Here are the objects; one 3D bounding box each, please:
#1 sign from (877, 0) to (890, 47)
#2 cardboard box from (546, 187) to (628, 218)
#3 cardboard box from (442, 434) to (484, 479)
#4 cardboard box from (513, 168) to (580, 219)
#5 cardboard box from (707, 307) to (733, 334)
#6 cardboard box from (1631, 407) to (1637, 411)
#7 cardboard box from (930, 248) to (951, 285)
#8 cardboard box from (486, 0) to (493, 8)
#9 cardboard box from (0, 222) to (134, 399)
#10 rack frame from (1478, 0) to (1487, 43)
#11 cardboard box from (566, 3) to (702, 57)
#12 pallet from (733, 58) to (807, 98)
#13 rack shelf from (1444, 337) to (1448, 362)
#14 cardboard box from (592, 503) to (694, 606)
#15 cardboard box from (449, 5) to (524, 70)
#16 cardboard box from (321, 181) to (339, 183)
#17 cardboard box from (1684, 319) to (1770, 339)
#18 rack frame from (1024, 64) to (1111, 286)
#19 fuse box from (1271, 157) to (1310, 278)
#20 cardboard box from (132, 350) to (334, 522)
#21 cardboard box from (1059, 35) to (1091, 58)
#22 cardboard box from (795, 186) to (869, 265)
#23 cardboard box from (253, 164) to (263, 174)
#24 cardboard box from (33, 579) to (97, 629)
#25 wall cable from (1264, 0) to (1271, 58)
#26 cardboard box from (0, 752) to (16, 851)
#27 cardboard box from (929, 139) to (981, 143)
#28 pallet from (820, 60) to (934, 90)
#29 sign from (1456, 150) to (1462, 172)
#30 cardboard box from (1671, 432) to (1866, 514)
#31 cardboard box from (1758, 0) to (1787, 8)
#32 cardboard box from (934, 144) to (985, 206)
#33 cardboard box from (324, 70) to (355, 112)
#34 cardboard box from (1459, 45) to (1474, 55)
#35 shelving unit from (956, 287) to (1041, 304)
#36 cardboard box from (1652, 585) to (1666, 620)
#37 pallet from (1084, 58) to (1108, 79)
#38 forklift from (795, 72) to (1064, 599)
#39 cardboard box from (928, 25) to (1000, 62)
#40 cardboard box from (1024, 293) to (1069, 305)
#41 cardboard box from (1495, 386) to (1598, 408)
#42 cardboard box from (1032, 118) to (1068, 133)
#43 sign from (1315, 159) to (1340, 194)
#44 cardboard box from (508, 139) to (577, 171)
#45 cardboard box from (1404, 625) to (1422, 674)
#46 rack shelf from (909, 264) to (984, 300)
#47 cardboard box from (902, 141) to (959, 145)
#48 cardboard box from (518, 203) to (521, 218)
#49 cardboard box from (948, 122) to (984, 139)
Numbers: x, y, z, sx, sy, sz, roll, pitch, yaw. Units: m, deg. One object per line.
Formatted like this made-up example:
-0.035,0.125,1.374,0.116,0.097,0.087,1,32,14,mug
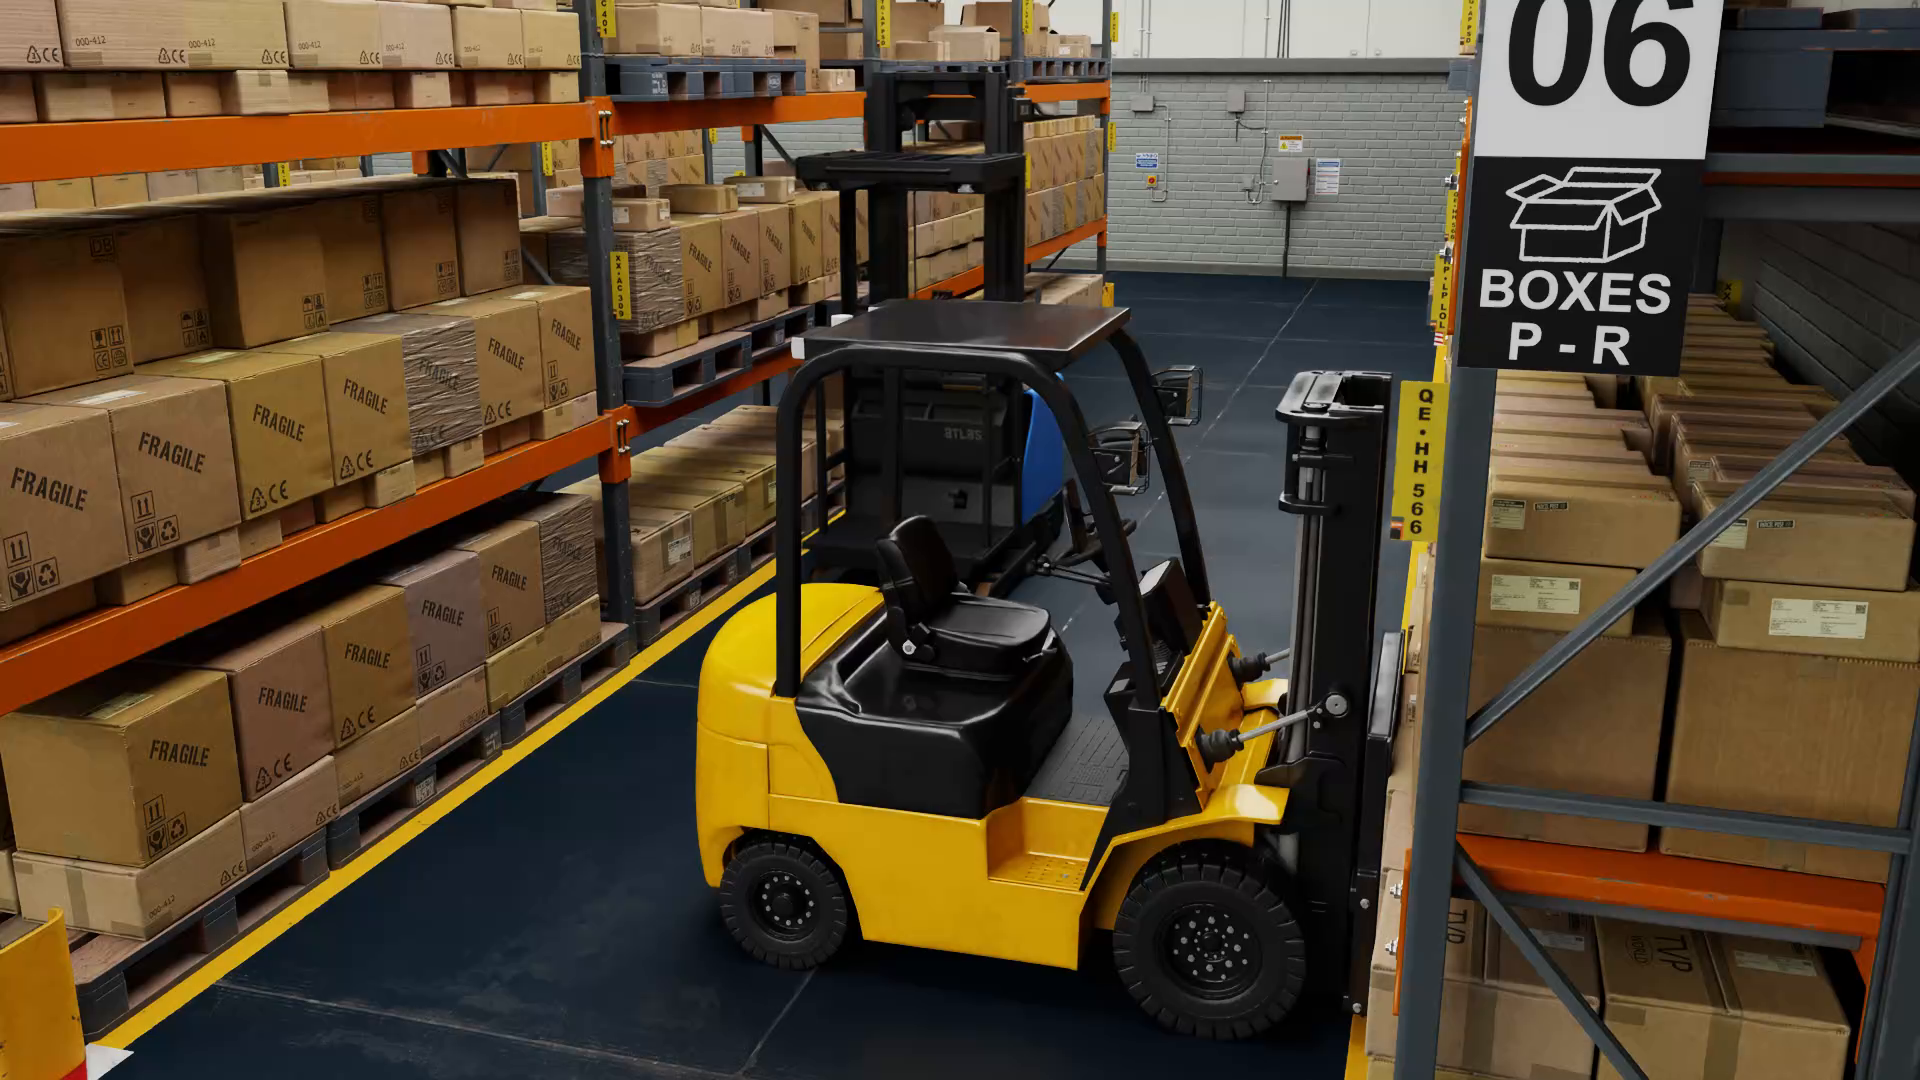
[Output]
-0.529,-3.564,11.453,0.100,0.325,0.005,5,16,16,sign
-2.088,-1.893,9.320,0.380,0.149,0.250,4,16,14,cardboard box
-2.271,-0.374,7.110,0.380,0.149,0.250,4,16,15,cardboard box
-4.305,-3.620,17.366,0.500,0.500,0.500,4,16,15,cardboard box
-1.526,-1.278,9.530,0.380,0.149,0.250,5,17,17,cardboard box
2.292,-0.337,5.149,0.380,0.149,0.250,4,16,14,cardboard box
-0.385,-2.224,13.447,0.500,0.250,0.500,5,17,18,cardboard box
-2.227,-2.339,7.081,0.380,0.149,0.250,5,17,17,cardboard box
-3.236,-0.776,5.509,0.700,0.500,0.500,5,17,16,cardboard box
1.437,-2.324,2.532,1.000,3.000,0.127,5,16,16,rack frame
-1.635,-2.563,8.377,0.500,0.250,0.500,4,16,14,cardboard box
-1.617,-2.646,9.507,1.213,0.211,1.003,5,16,16,pallet
3.143,-0.661,8.983,1.077,0.370,4.000,5,16,16,rack shelf
-2.039,0.057,9.179,0.950,0.372,0.625,5,17,17,cardboard box
-2.196,-2.114,7.017,0.500,0.250,0.500,4,16,15,cardboard box
-5.680,-3.209,15.248,0.380,0.149,0.250,5,17,18,cardboard box
2.589,-0.678,5.804,0.380,0.149,0.250,4,16,15,cardboard box
1.224,-4.008,19.462,1.000,3.000,0.127,5,16,16,rack frame
4.777,-4.664,24.136,0.539,1.711,0.414,5,16,16,fuse box
-2.634,-0.385,5.960,0.500,0.500,0.500,4,16,15,cardboard box
1.183,-5.504,18.562,0.500,0.250,0.500,3,16,11,cardboard box
-0.912,-2.167,11.476,0.500,0.500,0.500,4,16,14,cardboard box
-8.956,-4.836,20.739,0.500,0.500,0.500,4,16,14,cardboard box
-2.970,0.159,5.232,0.380,0.149,0.250,5,17,17,cardboard box
3.291,-8.345,23.759,2.355,3.000,0.029,5,16,16,wall cable
-3.345,0.708,5.730,0.500,0.500,0.500,5,17,16,cardboard box
-0.043,-3.635,16.133,0.500,0.500,0.500,4,16,15,cardboard box
-0.917,-3.439,12.308,1.213,0.211,1.003,5,17,18,pallet
5.464,-4.082,18.138,0.100,0.325,0.005,5,16,16,sign
1.906,-0.148,3.938,0.380,0.149,0.250,5,17,17,cardboard box
1.717,-1.574,4.249,0.700,0.500,0.500,5,17,16,cardboard box
0.061,-3.218,14.662,0.500,0.500,0.500,5,17,17,cardboard box
-2.514,-1.687,6.244,0.380,0.149,0.250,4,16,15,cardboard box
4.143,-3.904,13.106,0.380,0.149,0.250,5,17,17,cardboard box
0.258,-0.944,11.410,0.431,1.500,0.755,5,17,17,shelving unit
1.971,0.268,4.204,0.500,0.500,0.500,5,17,18,cardboard box
1.024,-5.213,18.378,1.003,0.211,1.213,5,16,16,pallet
-0.242,-1.131,9.446,1.130,2.935,3.031,5,17,17,forklift
0.038,-4.317,14.448,0.500,0.311,0.500,5,16,16,cardboard box
0.623,-2.321,17.440,0.875,0.438,0.875,4,16,14,cardboard box
1.536,-0.325,4.560,0.380,0.149,0.250,5,17,17,cardboard box
0.912,-4.334,17.409,0.380,0.149,0.250,5,17,18,cardboard box
5.309,-5.254,24.029,0.329,0.494,0.001,5,16,16,sign
-4.325,-4.090,17.191,0.500,0.500,0.500,5,17,17,cardboard box
1.851,0.522,5.930,0.500,0.250,0.500,5,17,18,cardboard box
-0.481,-2.092,14.026,1.077,0.370,4.000,5,16,16,rack shelf
-0.313,-3.398,15.295,0.500,0.500,0.500,5,17,17,cardboard box
-4.610,-3.281,16.589,0.380,0.149,0.250,4,16,15,cardboard box
0.049,-3.968,16.118,0.380,0.149,0.250,5,17,17,cardboard box
